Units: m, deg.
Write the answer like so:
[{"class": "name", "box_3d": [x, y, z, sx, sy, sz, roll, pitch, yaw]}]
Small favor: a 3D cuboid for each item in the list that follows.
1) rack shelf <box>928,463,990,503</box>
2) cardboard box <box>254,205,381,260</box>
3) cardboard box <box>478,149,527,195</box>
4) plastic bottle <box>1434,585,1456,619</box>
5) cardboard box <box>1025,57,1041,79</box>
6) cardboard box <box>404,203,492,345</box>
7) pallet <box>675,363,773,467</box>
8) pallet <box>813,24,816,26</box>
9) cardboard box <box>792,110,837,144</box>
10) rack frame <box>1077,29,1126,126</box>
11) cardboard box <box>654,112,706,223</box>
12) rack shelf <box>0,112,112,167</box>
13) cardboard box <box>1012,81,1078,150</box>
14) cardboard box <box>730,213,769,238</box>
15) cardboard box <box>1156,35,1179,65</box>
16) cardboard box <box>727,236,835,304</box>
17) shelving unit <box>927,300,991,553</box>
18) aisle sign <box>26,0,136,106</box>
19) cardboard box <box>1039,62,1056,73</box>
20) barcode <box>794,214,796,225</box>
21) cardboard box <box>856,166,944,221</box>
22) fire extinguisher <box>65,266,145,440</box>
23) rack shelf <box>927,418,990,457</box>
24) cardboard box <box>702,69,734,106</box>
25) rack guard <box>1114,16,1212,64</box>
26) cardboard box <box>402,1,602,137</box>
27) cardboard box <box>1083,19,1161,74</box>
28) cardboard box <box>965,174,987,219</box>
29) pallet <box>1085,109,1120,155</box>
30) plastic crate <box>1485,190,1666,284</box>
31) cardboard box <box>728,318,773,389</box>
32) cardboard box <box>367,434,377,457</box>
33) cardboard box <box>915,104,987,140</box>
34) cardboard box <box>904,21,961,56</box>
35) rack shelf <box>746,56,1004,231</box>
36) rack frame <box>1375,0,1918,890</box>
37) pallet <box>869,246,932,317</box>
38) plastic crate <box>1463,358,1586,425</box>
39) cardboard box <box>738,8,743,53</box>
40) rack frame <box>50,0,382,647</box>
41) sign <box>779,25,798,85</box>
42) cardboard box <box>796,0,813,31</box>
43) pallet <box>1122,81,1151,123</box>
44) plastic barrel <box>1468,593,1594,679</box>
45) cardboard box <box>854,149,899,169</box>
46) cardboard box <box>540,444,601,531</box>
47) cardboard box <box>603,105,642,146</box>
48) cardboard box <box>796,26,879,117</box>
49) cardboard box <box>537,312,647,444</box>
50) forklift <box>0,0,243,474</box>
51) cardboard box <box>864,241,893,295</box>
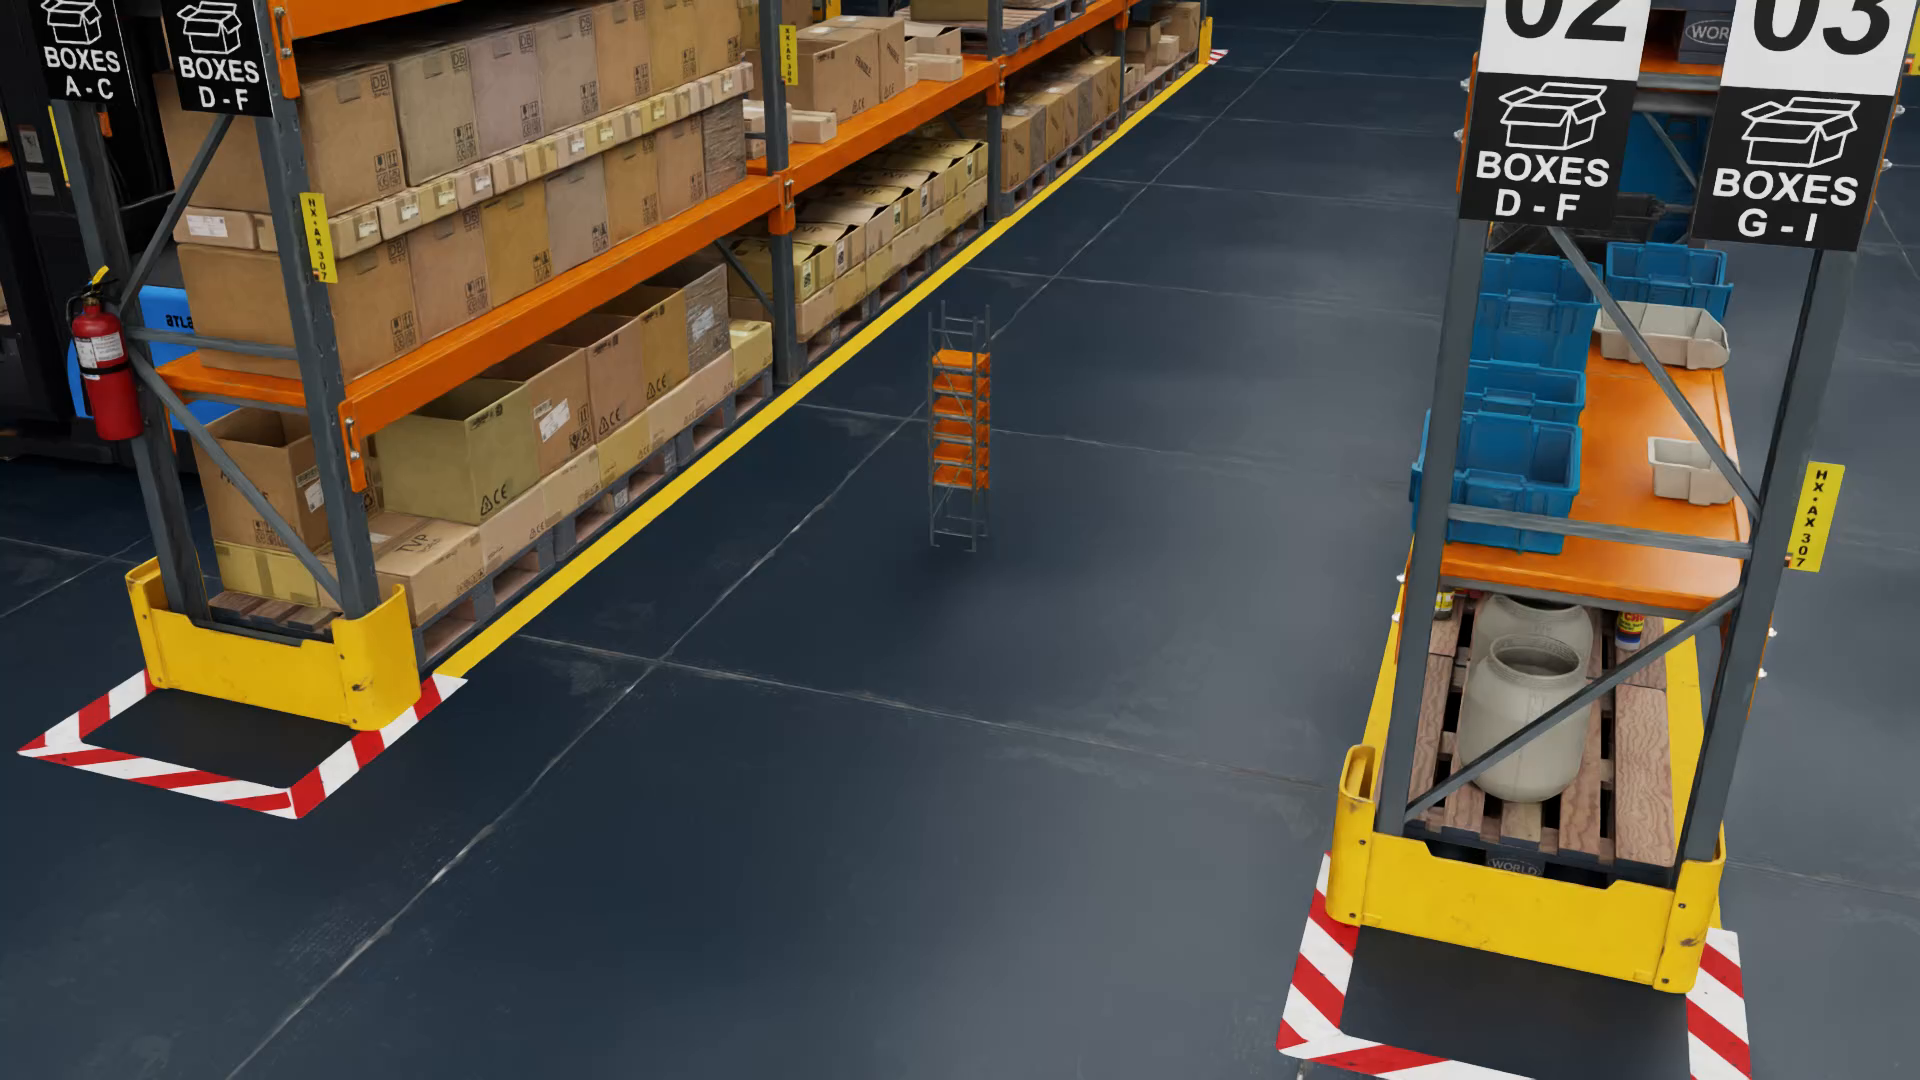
[{"class": "rack shelf", "box_3d": [-0.005, -0.278, 8.100, 0.258, 0.103, 0.180, 9, 27, 17]}, {"class": "cardboard box", "box_3d": [-2.486, -1.207, 6.442, 0.380, 0.149, 0.250, 9, 27, 17]}, {"class": "cardboard box", "box_3d": [-2.144, -1.632, 7.319, 0.380, 0.149, 0.250, 8, 27, 16]}, {"class": "plastic bottle", "box_3d": [2.048, 0.223, 7.054, 0.097, 0.201, 0.097, 0, 26, 0]}, {"class": "cardboard box", "box_3d": [0.451, -4.508, 15.621, 0.500, 0.250, 0.500, 9, 27, 18]}, {"class": "cardboard box", "box_3d": [-2.482, -1.192, 7.155, 0.700, 0.500, 0.500, 9, 27, 19]}, {"class": "pallet", "box_3d": [-1.792, -0.808, 9.677, 1.003, 0.211, 1.213, 9, 27, 17]}, {"class": "pallet", "box_3d": [-2.360, -6.437, 21.303, 1.003, 0.211, 1.213, 9, 27, 17]}, {"class": "cardboard box", "box_3d": [-1.000, -2.605, 10.477, 0.380, 0.149, 0.250, 9, 27, 17]}, {"class": "rack frame", "box_3d": [1.174, -5.672, 16.522, 1.000, 3.000, 0.127, 9, 27, 17]}, {"class": "cardboard box", "box_3d": [-1.799, -2.028, 8.882, 0.700, 0.500, 0.500, 8, 27, 17]}, {"class": "rack shelf", "box_3d": [-6.826, -1.955, 9.672, 1.077, 0.370, 4.000, 9, 27, 17]}, {"class": "cardboard box", "box_3d": [0.773, -3.883, 15.191, 0.500, 0.500, 0.500, 8, 27, 16]}, {"class": "cardboard box", "box_3d": [-1.456, -2.011, 10.990, 0.500, 0.311, 0.500, 10, 27, 19]}, {"class": "cardboard box", "box_3d": [2.212, -5.631, 19.088, 0.500, 0.250, 0.500, 9, 27, 17]}, {"class": "cardboard box", "box_3d": [-1.116, -1.722, 10.393, 0.500, 0.311, 0.500, 9, 27, 18]}, {"class": "shelving unit", "box_3d": [-0.005, -0.534, 7.976, 0.258, 1.200, 0.189, 9, 27, 17]}, {"class": "aisle sign", "box_3d": [-3.118, -1.926, 5.802, 0.394, 0.787, 0.004, 9, 27, 17]}, {"class": "cardboard box", "box_3d": [0.616, -4.360, 16.177, 0.500, 0.500, 0.500, 9, 27, 18]}, {"class": "barcode", "box_3d": [-1.011, -1.934, 10.063, 0.001, 0.075, 0.075, 9, 27, 17]}, {"class": "cardboard box", "box_3d": [-0.437, -2.559, 12.123, 0.500, 0.311, 0.500, 9, 27, 17]}, {"class": "fire extinguisher", "box_3d": [-3.297, -0.724, 6.392, 0.296, 0.674, 0.183, 9, 27, 17]}, {"class": "rack shelf", "box_3d": [-0.005, -0.494, 7.996, 0.258, 0.103, 0.180, 9, 27, 17]}, {"class": "cardboard box", "box_3d": [-1.461, -2.477, 9.064, 0.380, 0.149, 0.250, 8, 27, 16]}, {"class": "rack guard", "box_3d": [2.480, -6.159, 20.397, 1.175, 0.500, 0.348, 9, 27, 17]}, {"class": "cardboard box", "box_3d": [-2.131, -2.211, 7.771, 0.700, 0.500, 0.500, 9, 27, 17]}, {"class": "cardboard box", "box_3d": [1.794, -5.519, 18.566, 0.797, 0.503, 0.637, 9, 27, 17]}, {"class": "cardboard box", "box_3d": [-0.102, -2.728, 13.115, 0.500, 0.250, 0.500, 9, 27, 19]}, {"class": "pallet", "box_3d": [0.939, -4.077, 16.428, 1.003, 0.211, 1.213, 9, 27, 17]}, {"class": "plastic crate", "box_3d": [2.888, -1.440, 7.852, 0.767, 0.338, 0.504, 9, 27, 17]}, {"class": "cardboard box", "box_3d": [-1.436, -1.113, 9.780, 0.500, 0.250, 0.500, 9, 27, 17]}, {"class": "cardboard box", "box_3d": [-2.602, -0.706, 8.079, 0.500, 0.500, 0.500, 9, 27, 17]}, {"class": "cardboard box", "box_3d": [-0.067, -3.519, 14.440, 0.500, 0.500, 0.500, 10, 28, 19]}, {"class": "cardboard box", "box_3d": [-0.319, -3.845, 12.851, 0.500, 0.311, 0.500, 11, 28, 21]}, {"class": "rack shelf", "box_3d": [-0.823, -2.882, 11.586, 1.077, 0.370, 4.000, 9, 27, 17]}, {"class": "rack frame", "box_3d": [1.851, -0.020, 4.850, 1.000, 3.000, 0.127, 9, 27, 17]}, {"class": "pallet", "box_3d": [-0.875, -1.940, 12.015, 1.003, 0.211, 1.213, 9, 27, 17]}, {"class": "plastic crate", "box_3d": [1.956, -0.469, 5.946, 0.499, 0.251, 0.408, 9, 27, 17]}, {"class": "cardboard box", "box_3d": [-2.983, -5.951, 19.485, 0.700, 0.500, 0.500, 8, 27, 17]}, {"class": "rack frame", "box_3d": [-2.819, -0.740, 6.337, 1.000, 3.000, 0.127, 9, 27, 17]}, {"class": "sign", "box_3d": [-0.964, -2.729, 9.361, 0.100, 0.325, 0.005, 9, 27, 17]}, {"class": "cardboard box", "box_3d": [-2.306, -6.794, 21.227, 0.700, 0.500, 0.500, 9, 27, 17]}, {"class": "pallet", "box_3d": [1.404, -4.699, 17.712, 1.003, 0.211, 1.213, 9, 27, 17]}, {"class": "plastic barrel", "box_3d": [2.164, 0.423, 6.308, 0.421, 0.512, 0.421, 0, 26, 0]}, {"class": "cardboard box", "box_3d": [-0.775, -2.842, 12.707, 0.500, 0.311, 0.500, 8, 27, 16]}, {"class": "cardboard box", "box_3d": [-2.101, -0.291, 8.083, 0.500, 0.250, 0.500, 9, 27, 17]}, {"class": "cardboard box", "box_3d": [-1.801, -2.057, 8.196, 0.380, 0.149, 0.250, 10, 27, 19]}, {"class": "cardboard box", "box_3d": [-0.875, -3.165, 11.229, 0.500, 0.500, 0.500, 9, 27, 18]}, {"class": "cardboard box", "box_3d": [-1.929, -0.833, 8.342, 0.500, 0.500, 0.500, 9, 27, 17]}, {"class": "forklift", "box_3d": [-5.015, -1.969, 8.954, 3.031, 2.935, 1.130, 7, 27, 15]}, {"class": "cardboard box", "box_3d": [-0.779, -1.888, 11.382, 0.500, 0.250, 0.500, 8, 27, 16]}]
